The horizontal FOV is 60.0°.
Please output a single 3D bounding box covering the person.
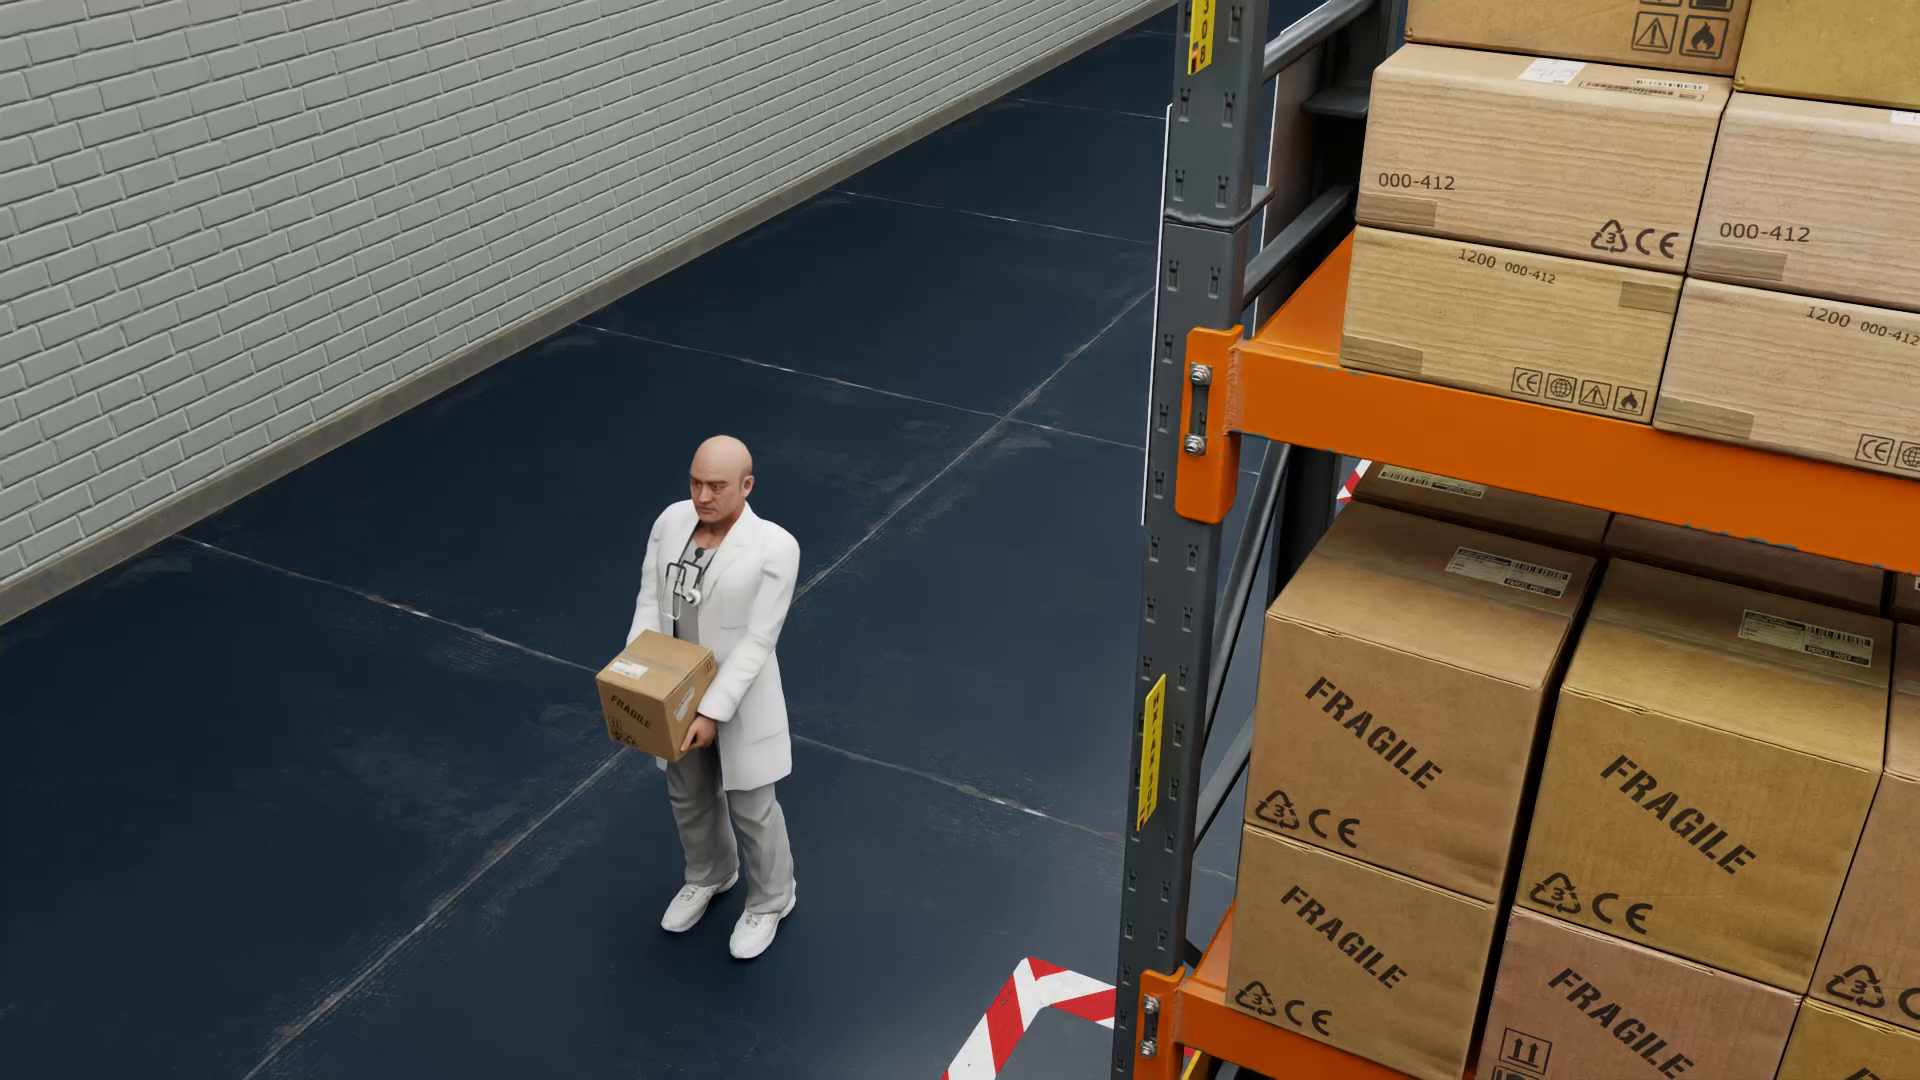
[{"bbox_3d":[-0.797,0.542,5.198,0.529,1.770,0.555,15,33,24],"label":"person"}]
